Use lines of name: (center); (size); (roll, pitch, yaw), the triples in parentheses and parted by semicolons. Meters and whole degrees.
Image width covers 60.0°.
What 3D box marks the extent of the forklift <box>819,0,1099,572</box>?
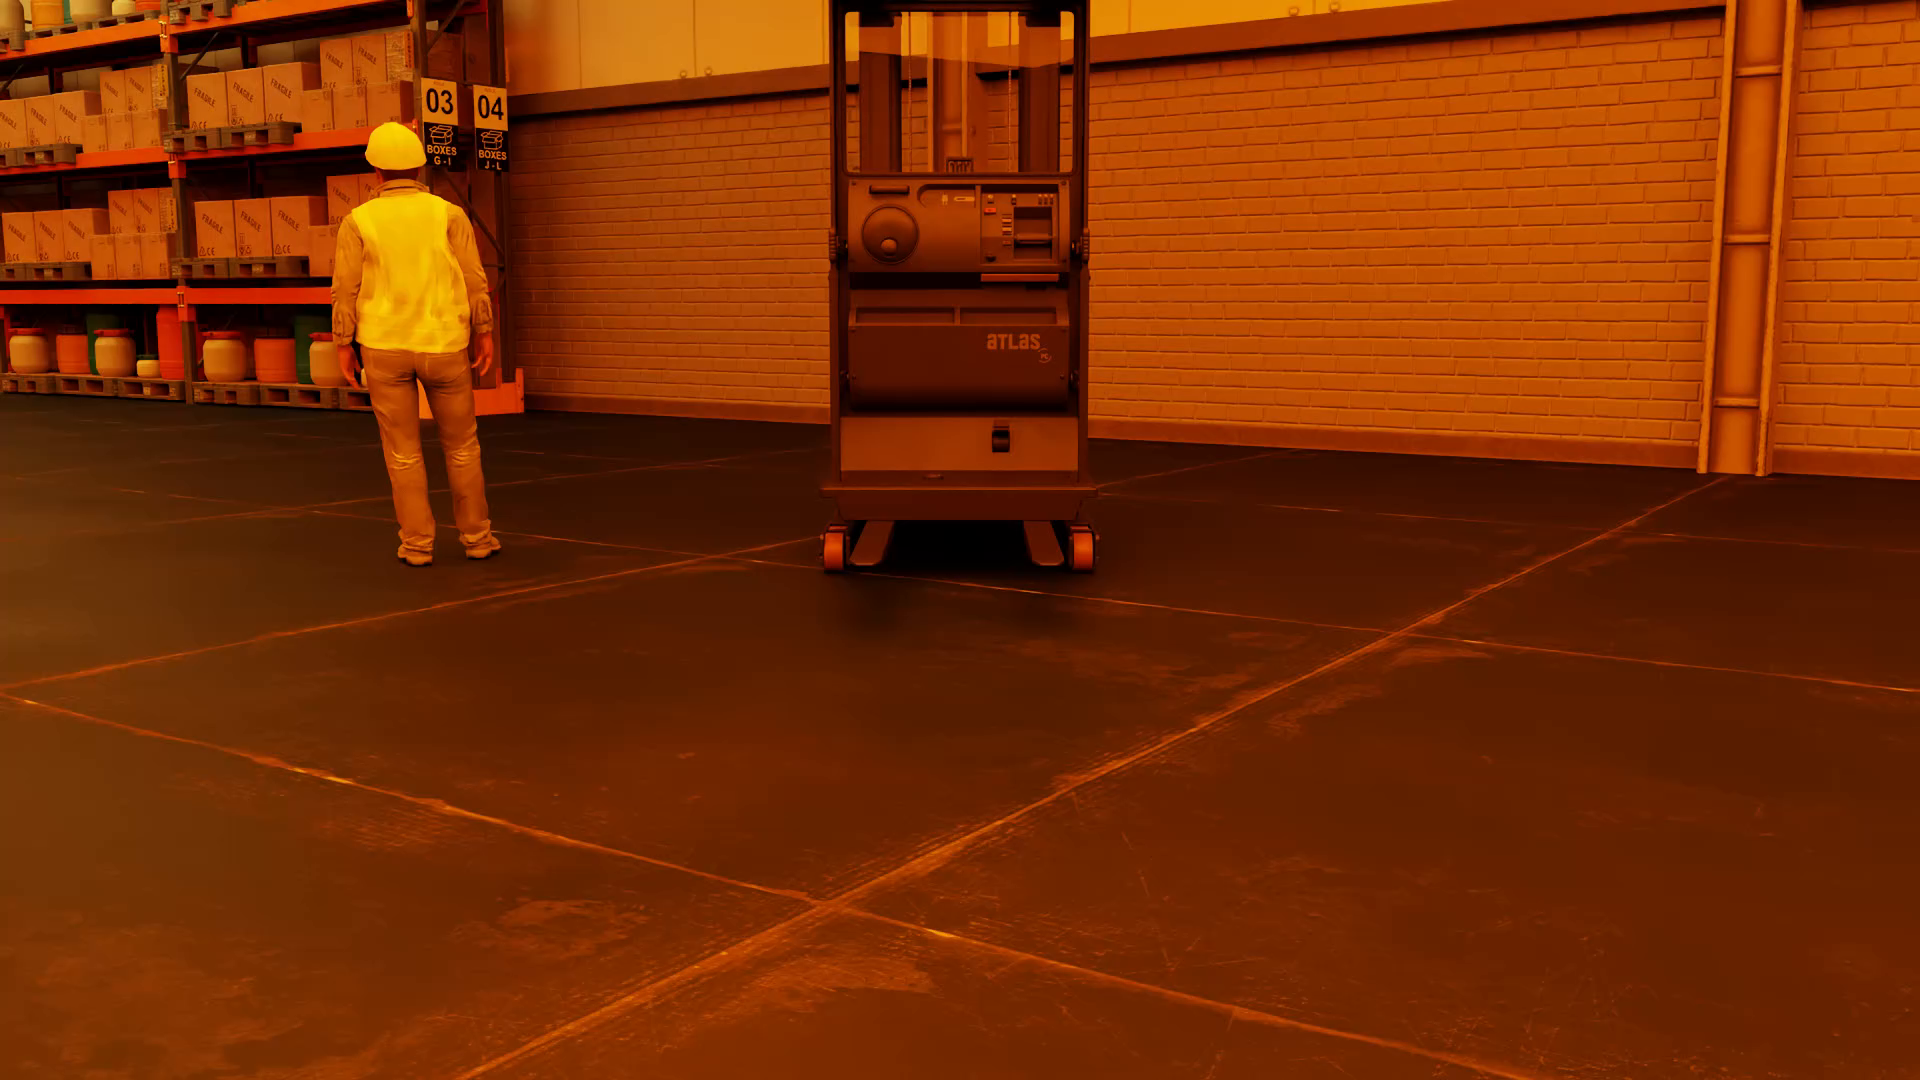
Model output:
forklift: (-0.003, -1.363, 6.779); (1.130, 2.935, 3.031); (0, 8, 0)

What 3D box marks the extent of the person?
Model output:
person: (-2.234, -0.793, 6.824); (0.630, 1.773, 0.570); (-3, 9, -18)
